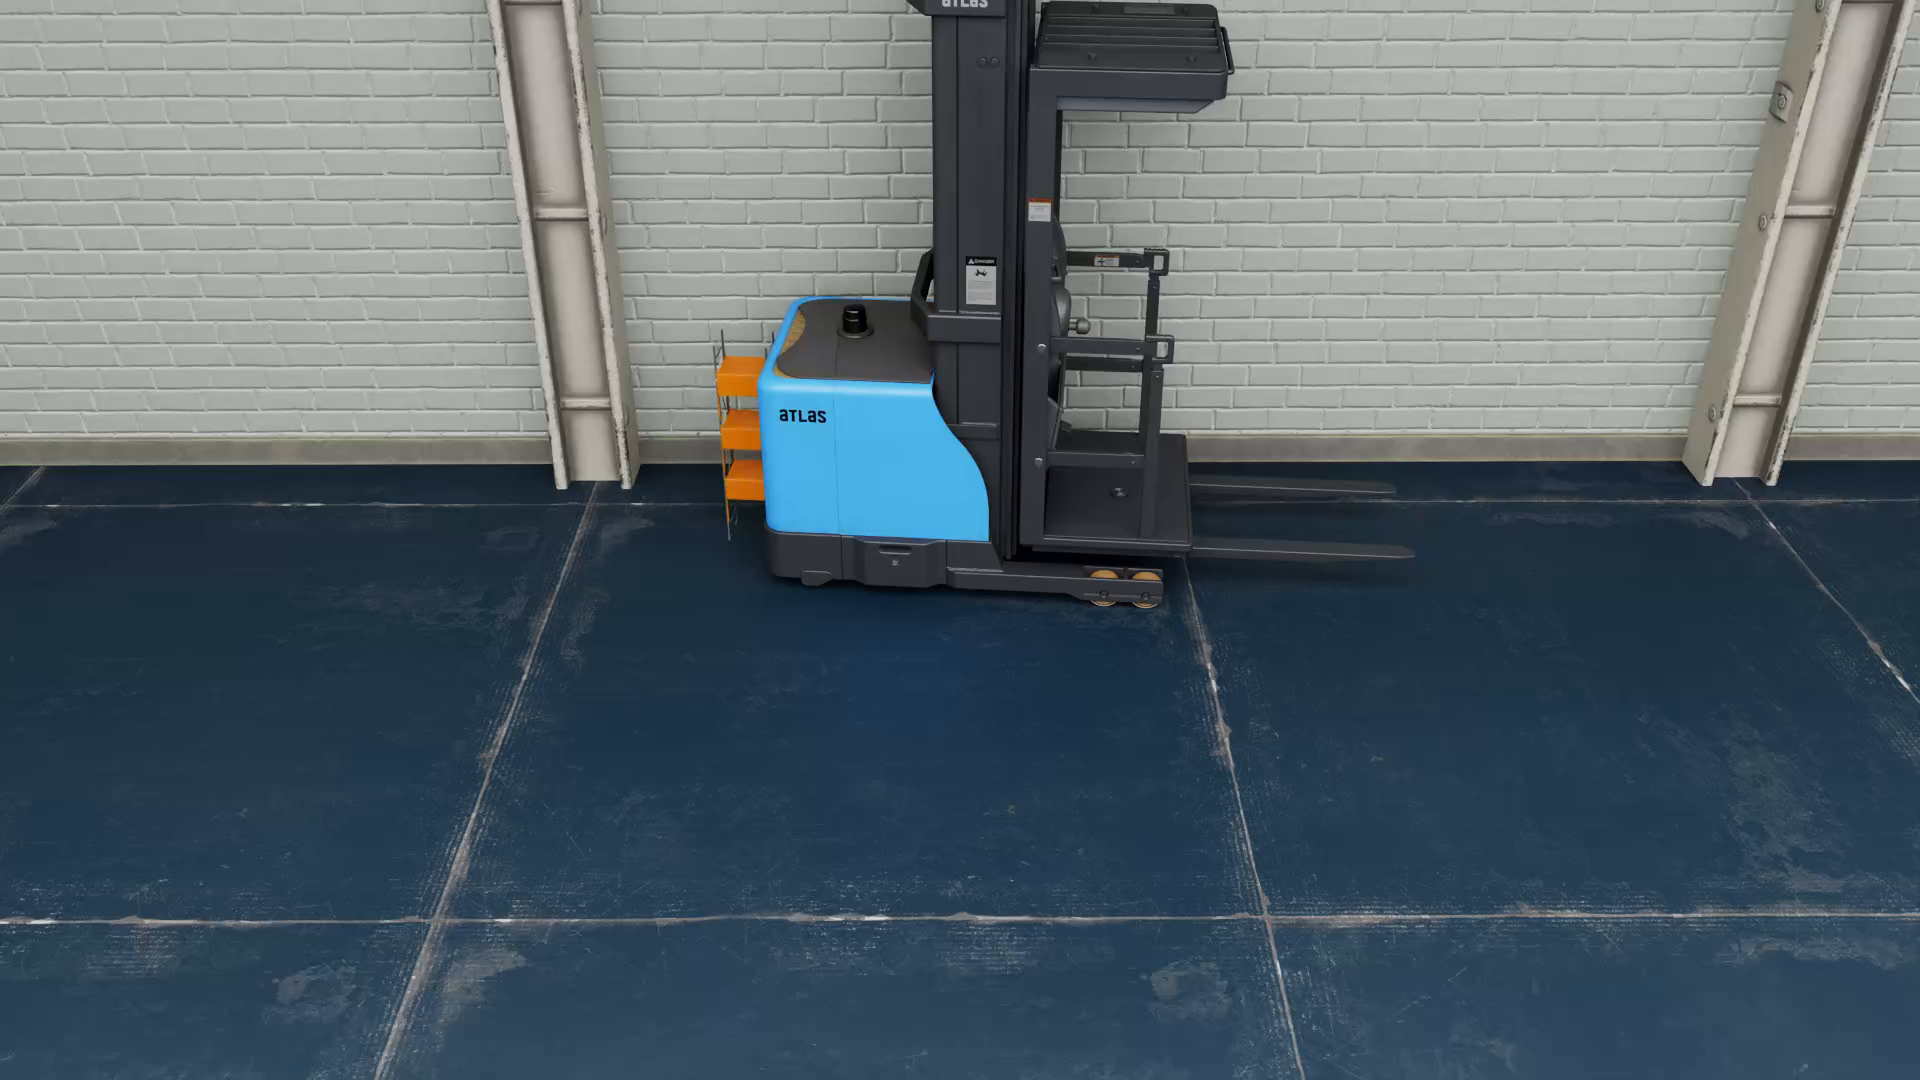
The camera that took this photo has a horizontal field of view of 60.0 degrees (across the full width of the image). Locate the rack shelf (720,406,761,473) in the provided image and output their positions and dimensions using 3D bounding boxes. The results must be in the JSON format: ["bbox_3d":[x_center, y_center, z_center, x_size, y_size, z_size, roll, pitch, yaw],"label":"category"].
[{"bbox_3d":[-1.013,-0.484,8.056,0.240,0.259,0.215,3,31,4],"label":"rack shelf"}]

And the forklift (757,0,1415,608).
[{"bbox_3d":[0.626,-1.225,7.443,3.031,2.935,1.130,3,31,4],"label":"forklift"}]

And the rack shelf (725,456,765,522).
[{"bbox_3d":[-1.013,-0.246,8.200,0.240,0.259,0.215,3,31,4],"label":"rack shelf"}]

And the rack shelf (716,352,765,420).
[{"bbox_3d":[-1.013,-0.727,7.909,0.240,0.259,0.215,3,31,4],"label":"rack shelf"}]

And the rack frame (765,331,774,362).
[{"bbox_3d":[-0.891,-0.488,8.042,0.008,1.050,0.200,3,31,4],"label":"rack frame"}]

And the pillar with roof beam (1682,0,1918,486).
[{"bbox_3d":[4.112,-1.981,2.839,0.400,9.000,9.100,0,31,0],"label":"pillar with roof beam"}]

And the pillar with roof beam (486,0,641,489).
[{"bbox_3d":[-1.887,-1.962,2.809,0.400,9.000,9.100,0,31,0],"label":"pillar with roof beam"}]

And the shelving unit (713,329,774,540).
[{"bbox_3d":[-1.013,-0.493,8.051,0.252,1.050,0.215,3,31,4],"label":"shelving unit"}]

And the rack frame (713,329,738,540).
[{"bbox_3d":[-1.134,-0.499,8.060,0.008,1.050,0.200,3,31,4],"label":"rack frame"}]
